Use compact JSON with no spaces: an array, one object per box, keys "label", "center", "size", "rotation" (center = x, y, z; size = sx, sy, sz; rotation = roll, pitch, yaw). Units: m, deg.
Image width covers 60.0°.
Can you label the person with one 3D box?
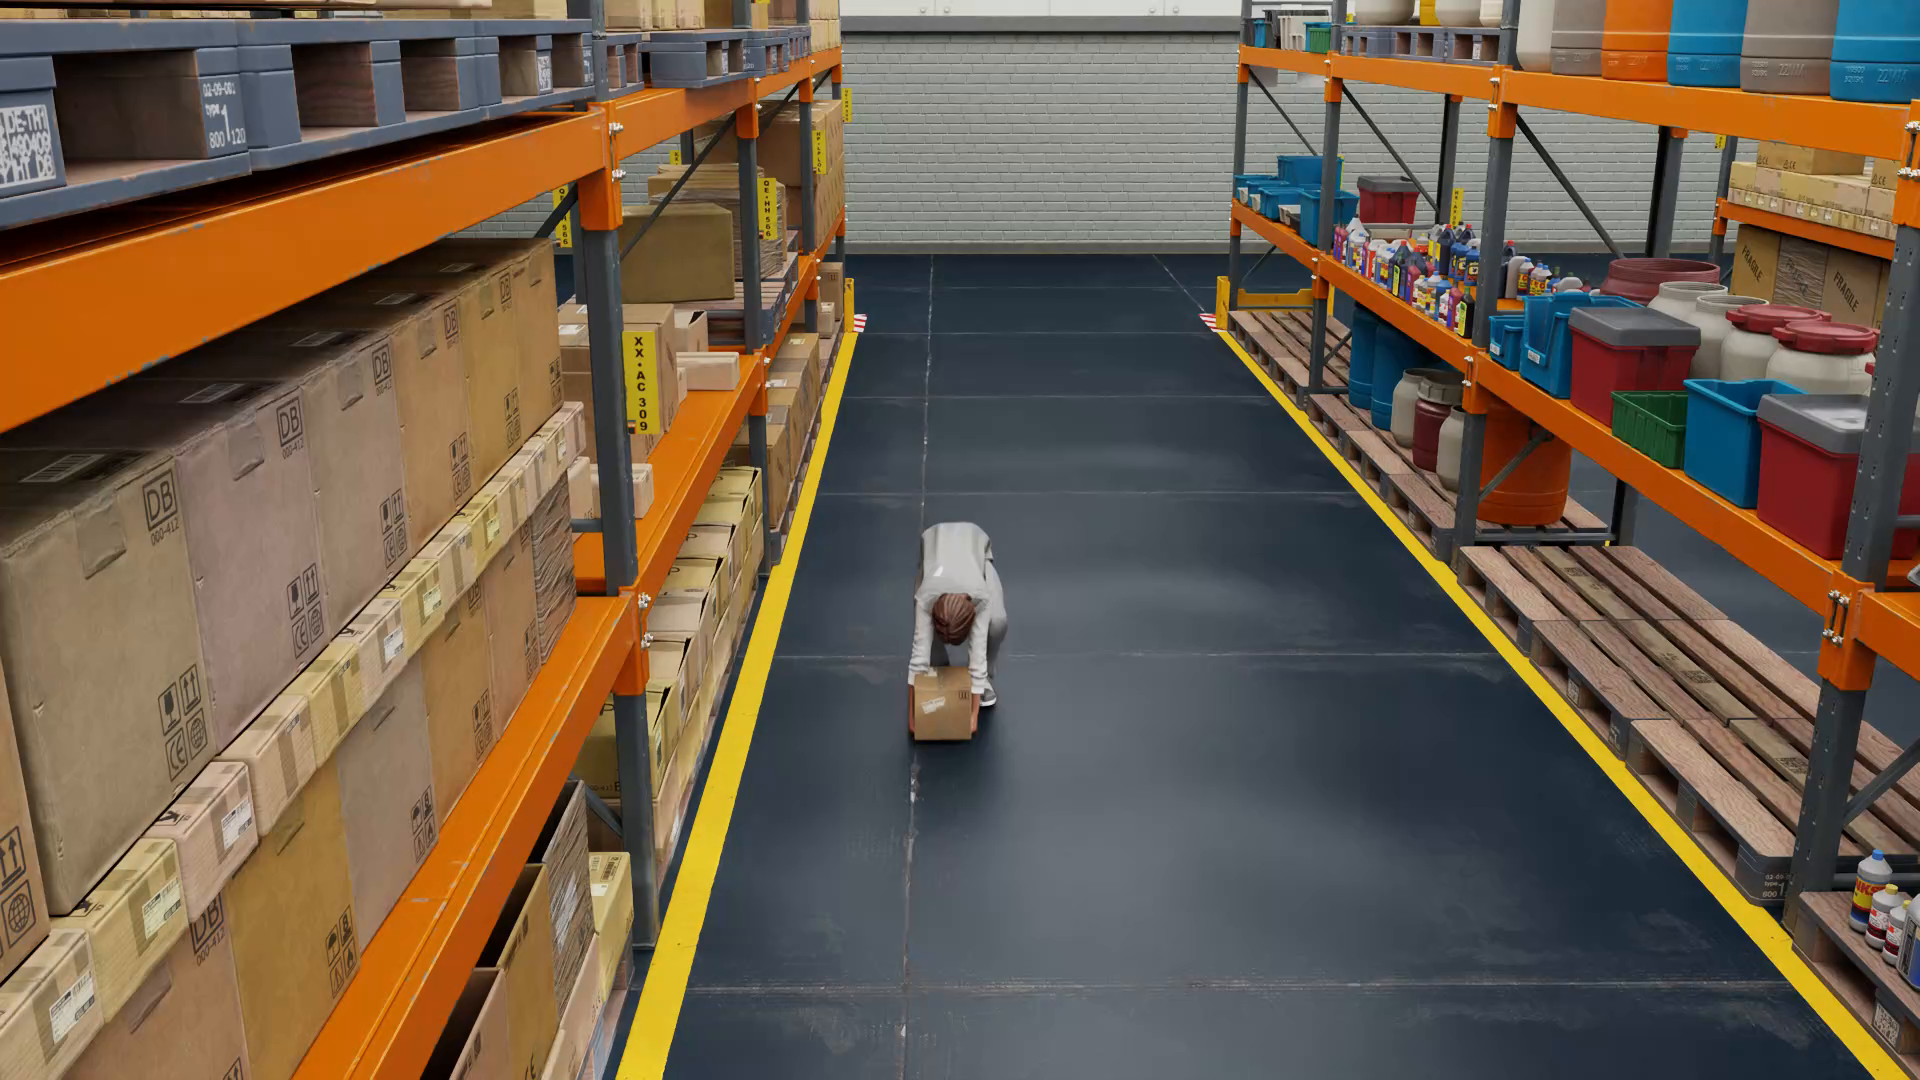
[{"label":"person","center":[-0.015,0.389,7.576],"size":[0.461,0.847,0.855],"rotation":[-1,17,-3]}]
